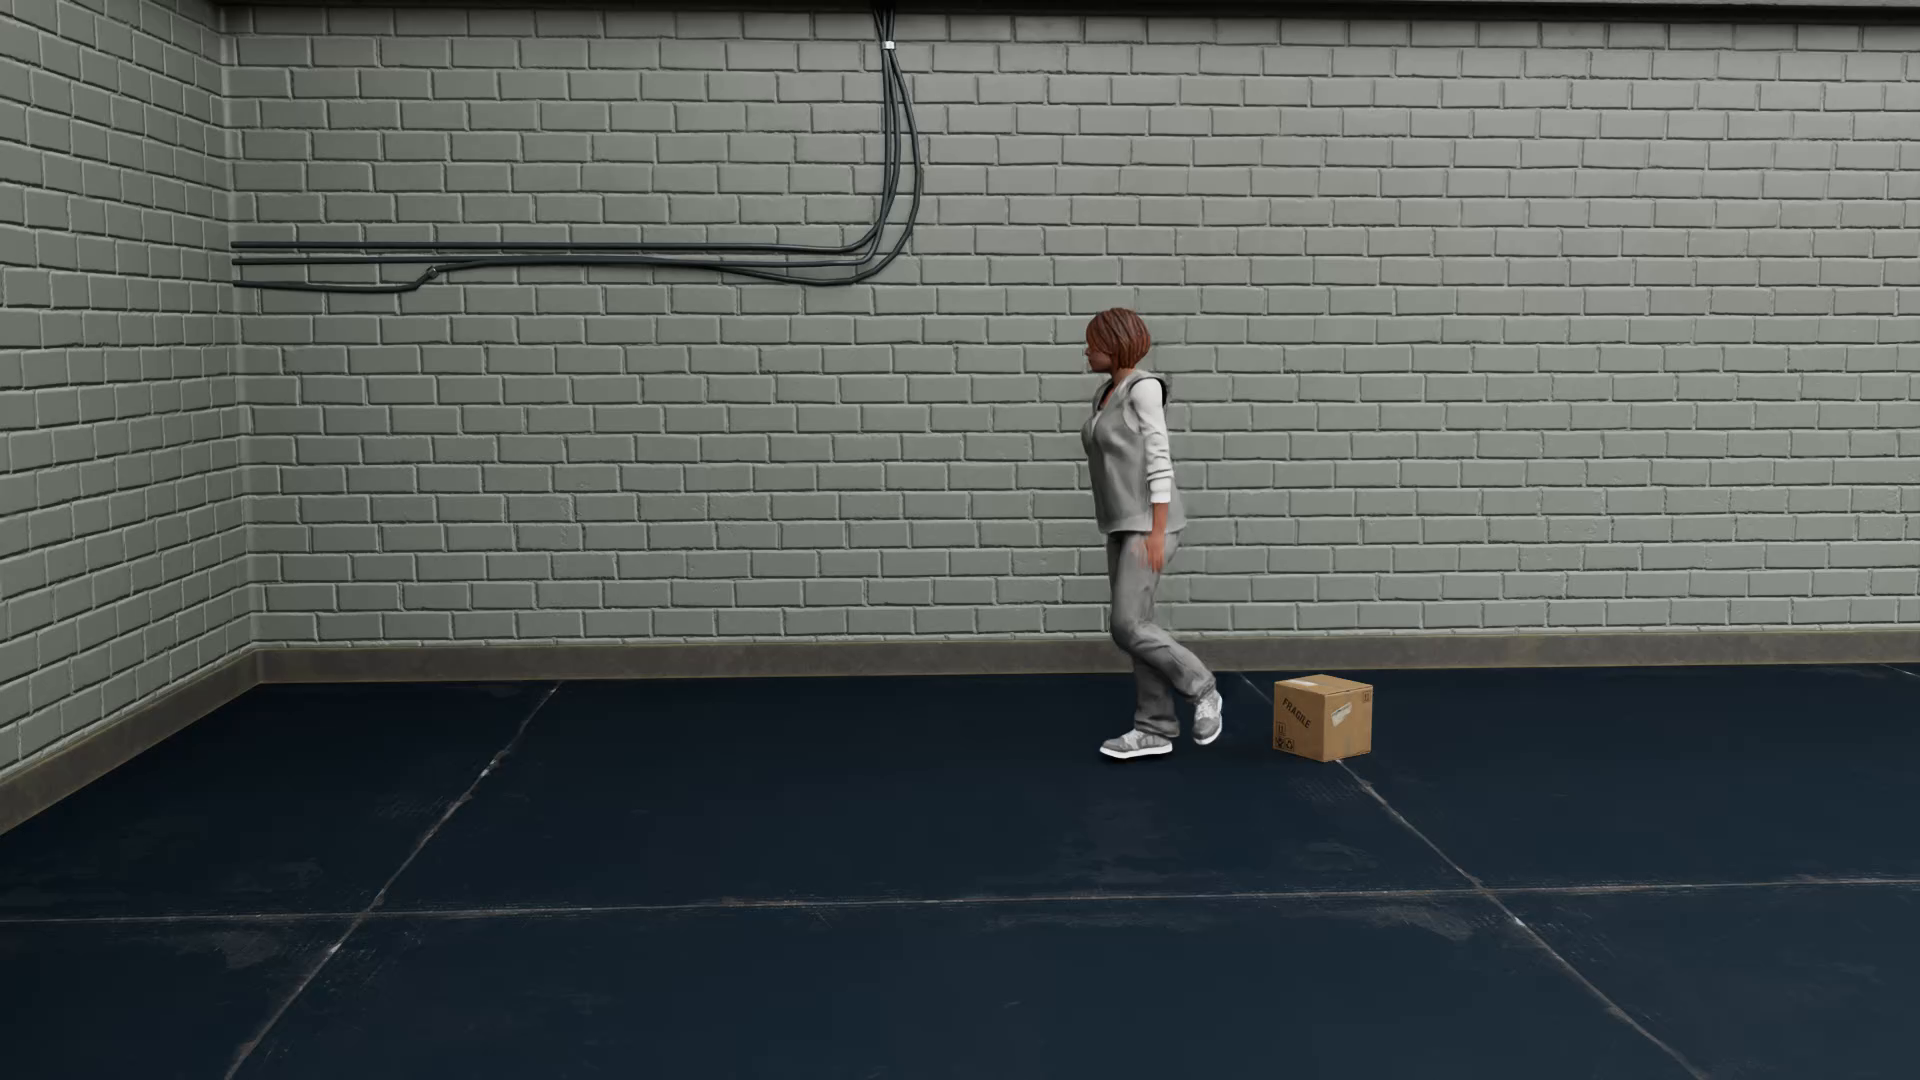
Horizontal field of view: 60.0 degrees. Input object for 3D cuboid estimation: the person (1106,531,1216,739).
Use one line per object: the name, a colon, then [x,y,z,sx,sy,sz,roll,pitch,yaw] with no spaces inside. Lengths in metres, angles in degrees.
person: [0.692,0.266,5.887,0.419,0.886,0.356,-2,7,-15]
